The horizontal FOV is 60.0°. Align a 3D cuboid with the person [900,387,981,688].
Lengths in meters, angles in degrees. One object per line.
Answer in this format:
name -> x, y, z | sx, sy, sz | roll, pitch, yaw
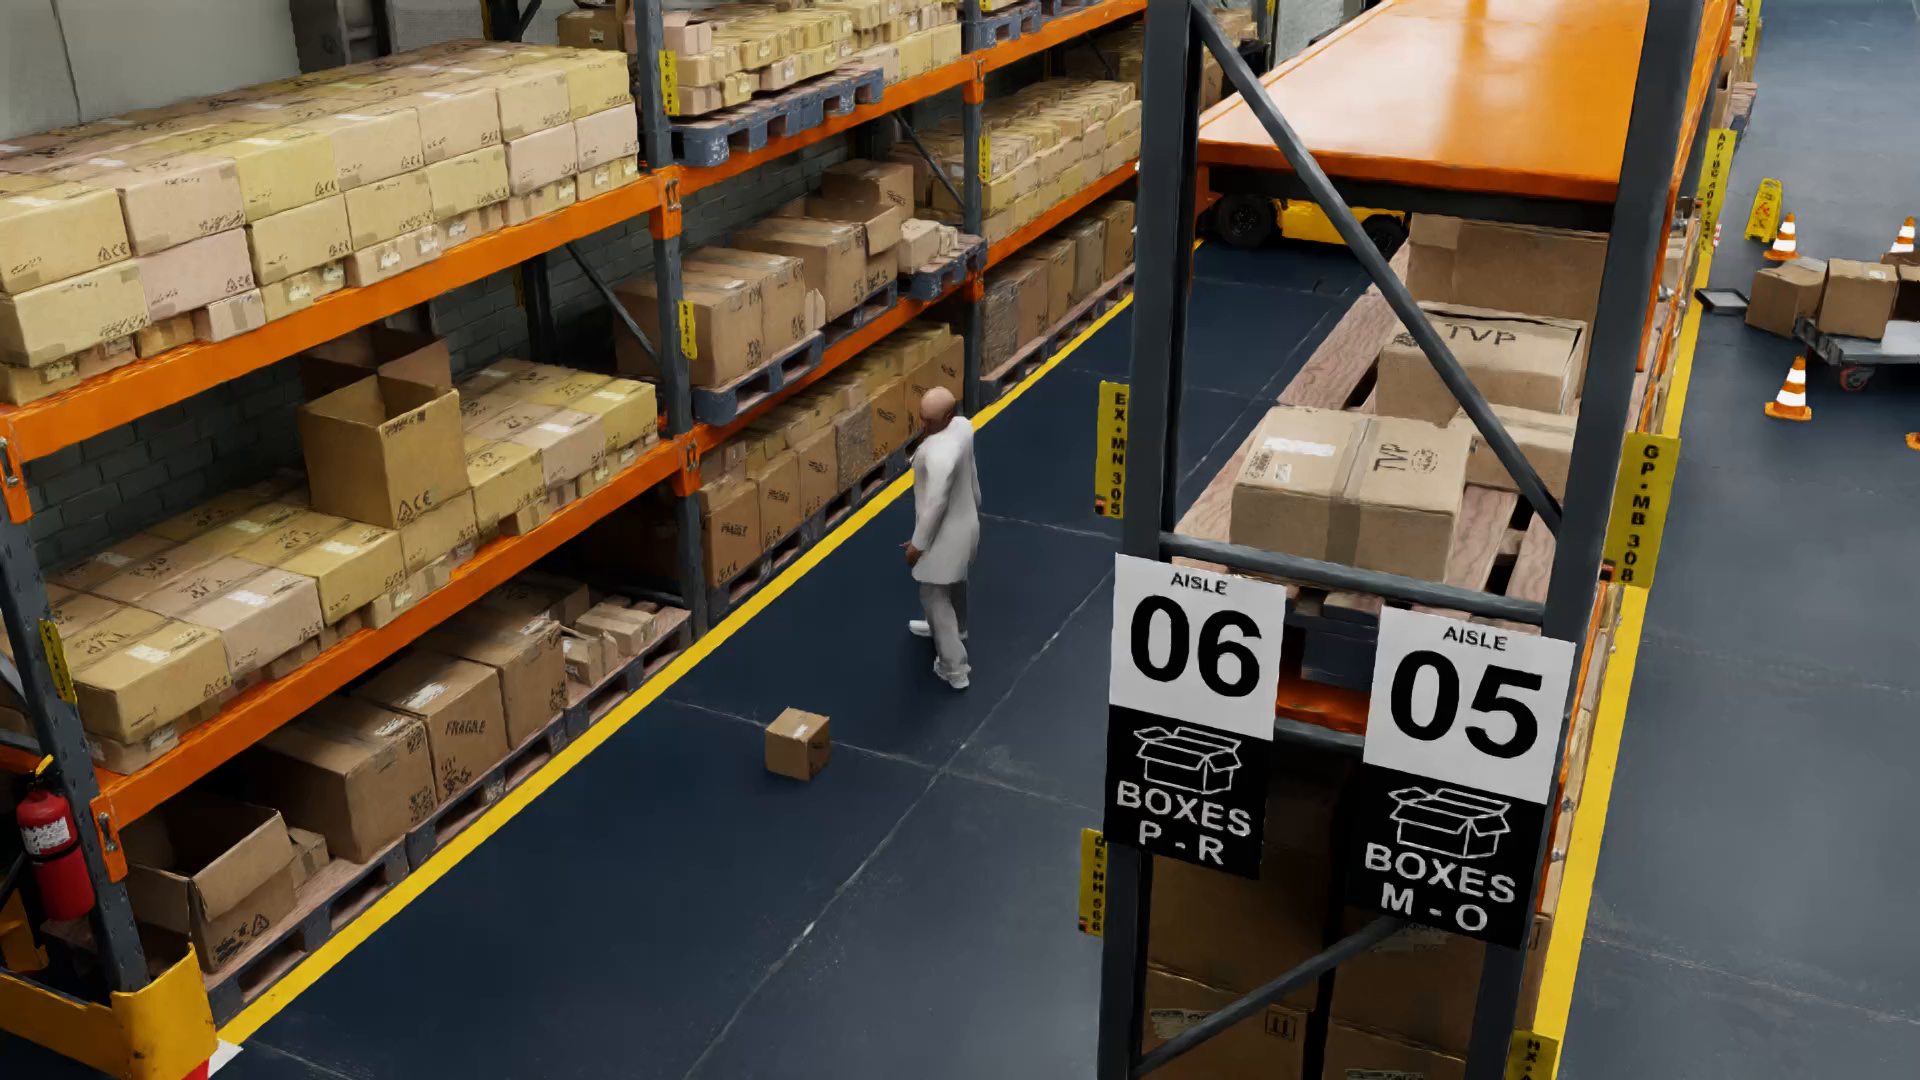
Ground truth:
person -> -0.137, -0.072, 9.317 | 0.619, 1.774, 0.682 | 12, 28, 23
